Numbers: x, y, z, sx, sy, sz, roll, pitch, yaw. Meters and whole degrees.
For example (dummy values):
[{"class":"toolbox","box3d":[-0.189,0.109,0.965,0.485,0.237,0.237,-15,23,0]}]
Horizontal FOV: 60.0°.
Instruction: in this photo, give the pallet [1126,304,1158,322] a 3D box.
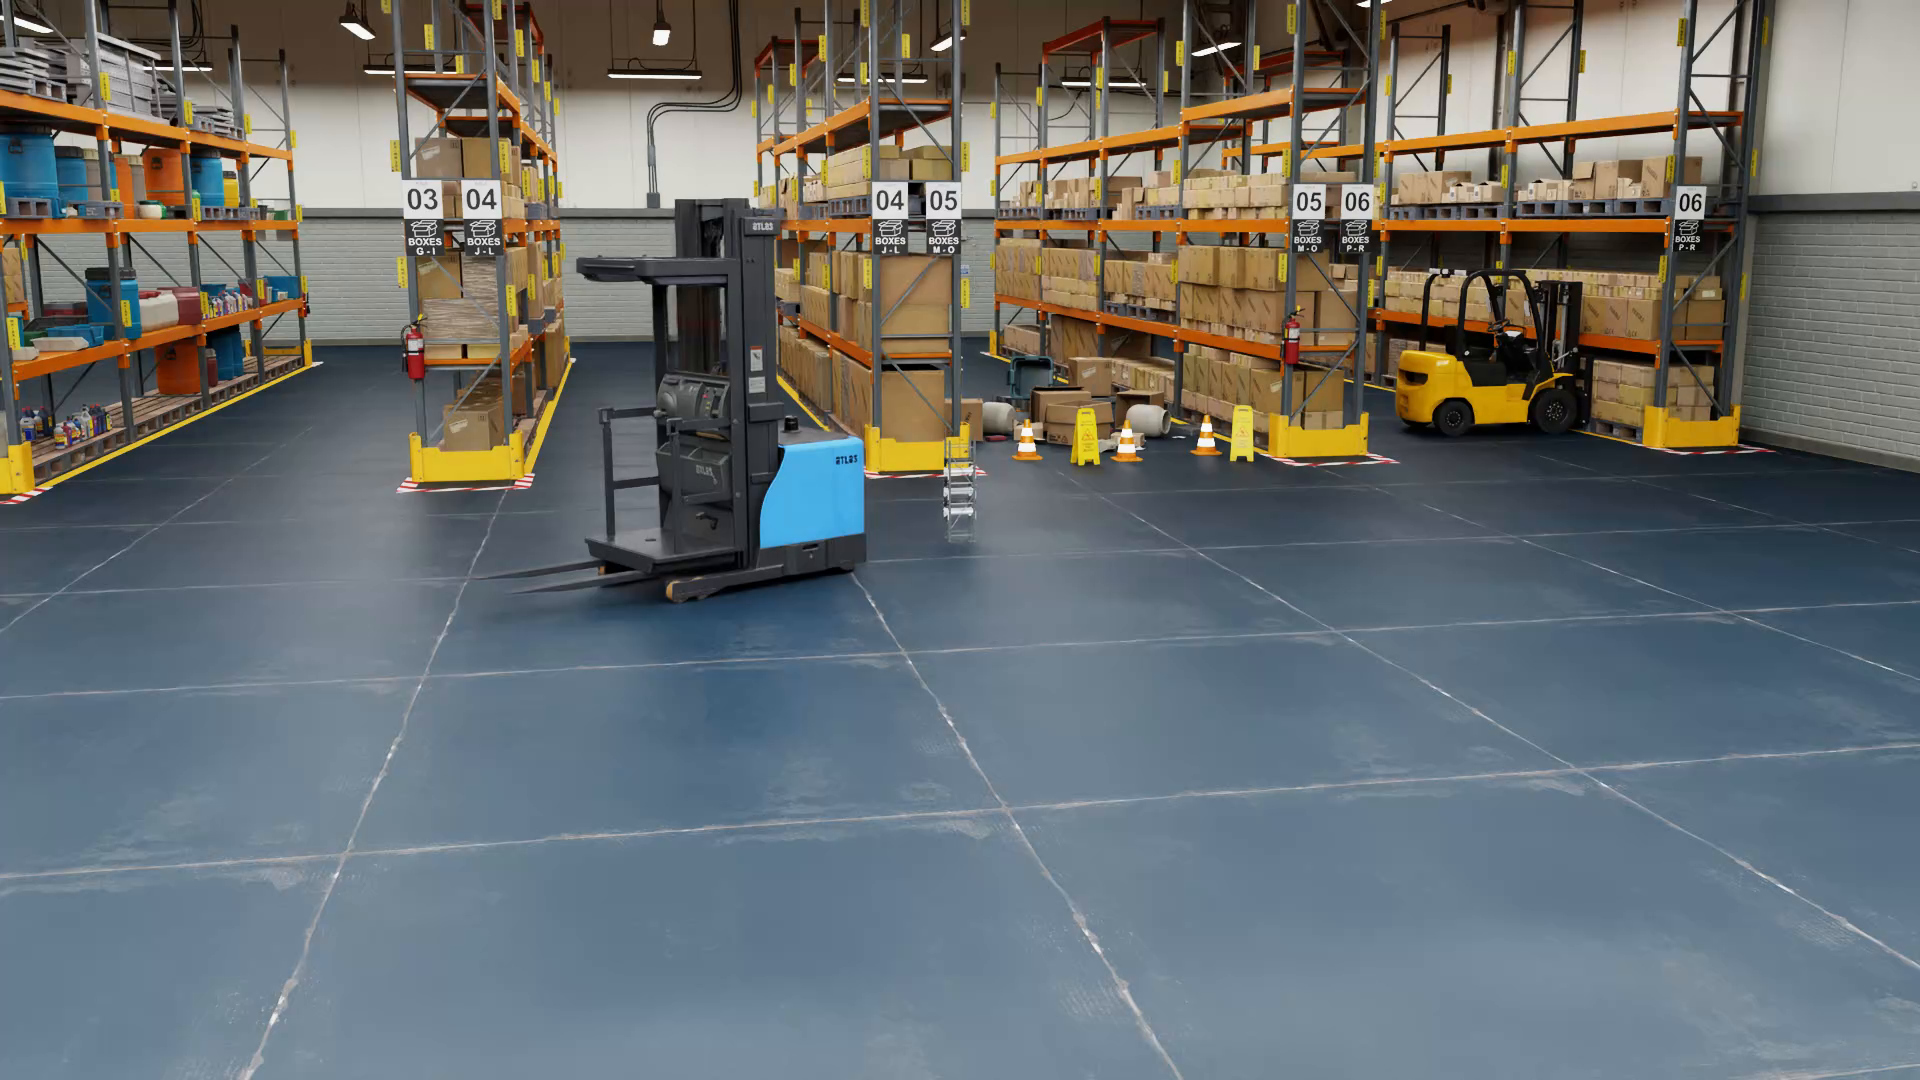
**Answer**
[{"class":"pallet","box3d":[3.215,-3.508,25.620,1.003,0.211,1.213,-2,11,-11]}]

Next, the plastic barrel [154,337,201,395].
[{"class":"plastic barrel","box3d":[-11.901,-2.653,25.294,0.600,0.830,0.708,-2,11,-11]}]

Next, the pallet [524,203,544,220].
[{"class":"pallet","box3d":[-6.168,-4.369,22.106,1.213,0.211,1.003,-2,11,-11]}]

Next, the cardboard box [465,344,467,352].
[{"class":"cardboard box","box3d":[-5.813,-2.194,18.874,0.380,0.149,0.250,-2,11,-11]}]

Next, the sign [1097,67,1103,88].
[{"class":"sign","box3d":[2.247,-7.427,26.729,0.100,0.325,0.005,-2,11,-11]}]

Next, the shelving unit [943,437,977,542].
[{"class":"shelving unit","box3d":[-0.002,-0.444,14.620,0.258,0.900,0.210,-2,11,-11]}]

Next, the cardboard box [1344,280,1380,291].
[{"class":"cardboard box","box3d":[7.136,-4.460,29.383,0.500,0.250,0.500,-3,11,-14]}]

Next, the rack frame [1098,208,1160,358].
[{"class":"rack frame","box3d":[2.790,-3.964,27.502,1.000,3.000,0.127,-2,11,-11]}]

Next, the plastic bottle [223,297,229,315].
[{"class":"plastic bottle","box3d":[-11.843,-3.772,26.804,0.061,0.283,0.133,-2,11,-11]}]

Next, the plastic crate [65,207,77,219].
[{"class":"plastic crate","box3d":[-10.302,-3.754,19.082,0.243,0.136,0.396,-2,11,-11]}]

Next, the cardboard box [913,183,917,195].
[{"class":"cardboard box","box3d":[-0.340,-4.071,19.323,0.380,0.149,0.250,-2,11,-11]}]

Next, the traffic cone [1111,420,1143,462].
[{"class":"traffic cone","box3d":[1.975,-1.180,19.658,0.336,0.463,0.334,-2,11,-11]}]

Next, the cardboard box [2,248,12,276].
[{"class":"cardboard box","box3d":[-17.749,-5.088,30.462,0.500,0.500,0.500,-2,11,-9]}]

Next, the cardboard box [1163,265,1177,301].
[{"class":"cardboard box","box3d":[3.253,-3.709,23.972,0.500,0.500,0.500,-2,11,-12]}]

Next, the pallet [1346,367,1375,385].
[{"class":"pallet","box3d":[7.550,-2.914,29.441,1.003,0.211,1.213,-2,11,-11]}]

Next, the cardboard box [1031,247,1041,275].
[{"class":"cardboard box","box3d":[1.650,-5.315,31.655,0.500,0.500,0.500,-2,11,-11]}]

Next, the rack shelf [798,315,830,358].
[{"class":"rack shelf","box3d":[-1.657,-3.045,24.599,1.077,0.370,4.000,-2,11,-11]}]

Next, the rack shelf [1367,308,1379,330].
[{"class":"rack shelf","box3d":[7.269,-4.159,30.448,1.077,0.370,4.000,-2,11,-11]}]

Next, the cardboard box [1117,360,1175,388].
[{"class":"cardboard box","box3d":[3.042,-2.641,26.452,0.950,0.372,0.625,-2,11,-12]}]

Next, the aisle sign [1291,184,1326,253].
[{"class":"aisle sign","box3d":[4.074,-3.752,19.435,0.394,0.787,0.004,-2,11,-11]}]

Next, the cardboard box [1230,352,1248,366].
[{"class":"cardboard box","box3d":[3.702,-2.337,21.440,0.380,0.149,0.250,-2,11,-9]}]

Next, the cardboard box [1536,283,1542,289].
[{"class":"cardboard box","box3d":[8.346,-3.569,23.425,0.380,0.149,0.250,-2,11,-10]}]

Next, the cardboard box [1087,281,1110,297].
[{"class":"cardboard box","box3d":[2.447,-4.216,27.887,0.500,0.250,0.500,-2,11,-11]}]

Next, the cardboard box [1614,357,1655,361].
[{"class":"cardboard box","box3d":[9.119,-2.304,22.333,0.500,0.250,0.500,-2,11,-11]}]

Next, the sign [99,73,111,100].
[{"class":"sign","box3d":[-10.469,-5.552,20.361,0.100,0.325,0.005,-2,11,-11]}]

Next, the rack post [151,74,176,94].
[{"class":"rack post","box3d":[-12.036,-6.763,24.785,0.624,0.289,0.986,-2,11,-11]}]

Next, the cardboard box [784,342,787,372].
[{"class":"cardboard box","box3d":[-2.835,-3.236,29.235,0.500,0.500,0.500,-2,11,-8]}]

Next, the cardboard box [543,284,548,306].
[{"class":"cardboard box","box3d":[-6.758,-3.752,26.119,0.500,0.500,0.500,-2,11,-9]}]

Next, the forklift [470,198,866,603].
[{"class":"forklift","box3d":[-2.197,-1.087,12.568,3.031,2.935,1.130,-9,14,-40]}]

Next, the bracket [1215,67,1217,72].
[{"class":"bracket","box3d":[6.033,-10.919,38.368,0.235,0.232,0.430,-2,11,-11]}]

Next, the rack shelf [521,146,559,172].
[{"class":"rack shelf","box3d":[-8.097,-7.101,30.934,1.077,0.370,4.000,-2,11,-11]}]

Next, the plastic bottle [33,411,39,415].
[{"class":"plastic bottle","box3d":[-11.289,-1.436,20.324,0.152,0.276,0.135,-2,11,-9]}]

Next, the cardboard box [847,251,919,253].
[{"class":"cardboard box","box3d":[-1.009,-3.471,21.619,0.875,0.550,0.550,-2,11,-11]}]

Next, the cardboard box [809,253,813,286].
[{"class":"cardboard box","box3d":[-1.968,-4.223,25.921,0.700,0.500,0.500,-2,11,-11]}]

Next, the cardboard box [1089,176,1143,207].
[{"class":"cardboard box","box3d":[2.569,-5.758,27.507,0.797,0.503,0.637,-3,11,-15]}]

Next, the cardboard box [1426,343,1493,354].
[{"class":"cardboard box","box3d":[8.032,-2.827,26.756,0.875,0.625,0.625,-3,11,-13]}]

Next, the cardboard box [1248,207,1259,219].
[{"class":"cardboard box","box3d":[3.825,-4.090,20.810,0.380,0.149,0.250,-2,11,-11]}]

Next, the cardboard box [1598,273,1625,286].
[{"class":"cardboard box","box3d":[8.647,-3.433,21.915,0.380,0.149,0.250,-2,11,-10]}]

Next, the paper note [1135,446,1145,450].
[{"class":"paper note","box3d":[2.210,-1.139,20.601,0.148,0.019,0.142,-6,13,-31]}]

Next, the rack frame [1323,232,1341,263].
[{"class":"rack frame","box3d":[6.880,-4.879,32.308,1.000,3.000,0.127,-2,11,-11]}]

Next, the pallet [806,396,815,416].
[{"class":"pallet","box3d":[-1.732,-2.025,24.772,1.003,0.211,1.213,-2,11,-11]}]

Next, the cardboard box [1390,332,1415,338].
[{"class":"cardboard box","box3d":[7.837,-3.599,29.411,0.380,0.149,0.250,-2,11,-9]}]

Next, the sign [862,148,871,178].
[{"class":"sign","box3d":[-1.025,-4.151,18.304,0.100,0.325,0.005,-2,11,-11]}]

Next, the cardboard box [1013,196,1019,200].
[{"class":"cardboard box","box3d":[1.410,-7.007,34.479,0.500,0.250,0.500,-3,11,-16]}]

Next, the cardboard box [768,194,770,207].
[{"class":"cardboard box","box3d":[-3.358,-6.411,31.401,0.500,0.250,0.500,-2,11,-9]}]

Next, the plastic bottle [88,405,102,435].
[{"class":"plastic bottle","box3d":[-10.566,-1.462,20.264,0.144,0.351,0.185,-3,11,-14]}]

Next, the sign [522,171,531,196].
[{"class":"sign","box3d":[-5.622,-4.619,21.536,0.100,0.325,0.005,-2,11,-11]}]

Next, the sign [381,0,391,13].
[{"class":"sign","box3d":[-5.923,-5.604,17.150,0.100,0.325,0.005,-2,11,-11]}]

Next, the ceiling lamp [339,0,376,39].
[{"class":"ceiling lamp","box3d":[-9.659,-9.921,27.140,0.800,3.185,2.000,-2,11,-11]}]

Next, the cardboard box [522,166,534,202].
[{"class":"cardboard box","box3d":[-6.401,-5.109,23.888,0.500,0.500,0.500,-2,11,-10]}]

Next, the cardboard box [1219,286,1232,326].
[{"class":"cardboard box","box3d":[3.704,-3.059,21.684,0.500,0.500,0.500,-2,11,-10]}]

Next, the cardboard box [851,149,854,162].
[{"class":"cardboard box","box3d":[-1.084,-4.531,19.607,0.380,0.149,0.250,-2,11,-11]}]
